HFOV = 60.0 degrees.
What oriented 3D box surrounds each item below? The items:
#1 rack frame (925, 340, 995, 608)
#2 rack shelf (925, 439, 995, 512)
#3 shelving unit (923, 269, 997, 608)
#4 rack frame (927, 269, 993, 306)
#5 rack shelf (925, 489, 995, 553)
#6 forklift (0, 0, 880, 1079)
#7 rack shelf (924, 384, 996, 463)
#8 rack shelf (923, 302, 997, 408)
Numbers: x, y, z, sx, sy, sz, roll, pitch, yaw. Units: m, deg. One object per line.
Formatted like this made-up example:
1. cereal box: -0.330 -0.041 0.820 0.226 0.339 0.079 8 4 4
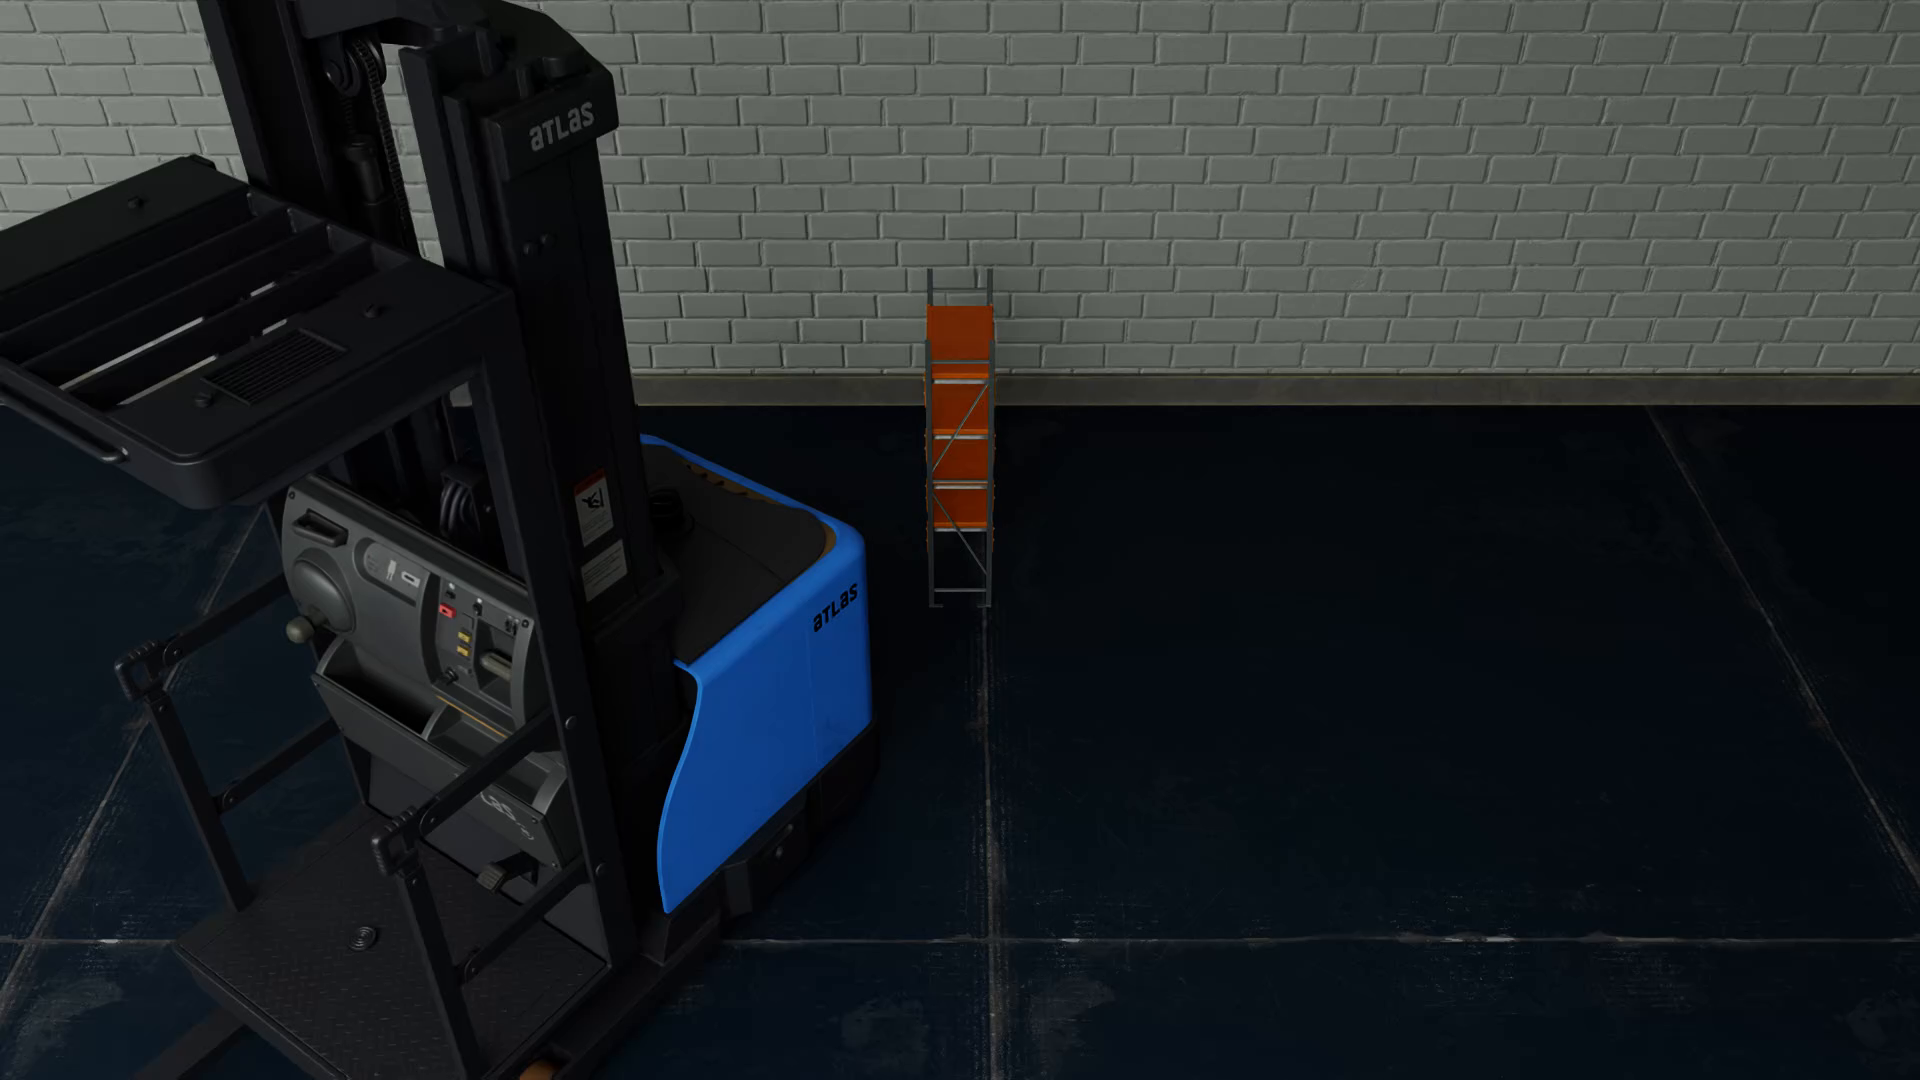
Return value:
1. rack frame: 0.000 -0.212 6.055 0.240 1.200 0.015 0 39 0
2. rack shelf: 0.000 -0.312 6.288 0.258 0.148 0.480 0 39 0
3. shelving unit: 0.000 -0.365 6.246 0.258 1.200 0.503 0 39 0
4. rack frame: 0.000 -0.517 6.436 0.240 1.200 0.015 0 39 0
5. rack shelf: 0.000 -0.157 6.412 0.258 0.148 0.480 0 39 0
6. forklift: -1.536 0.245 4.100 1.130 2.935 3.031 24 45 27
7. rack shelf: 0.000 -0.487 6.148 0.258 0.148 0.480 0 39 0
8. rack shelf: 0.000 -0.671 6.000 0.258 0.148 0.480 0 39 0
